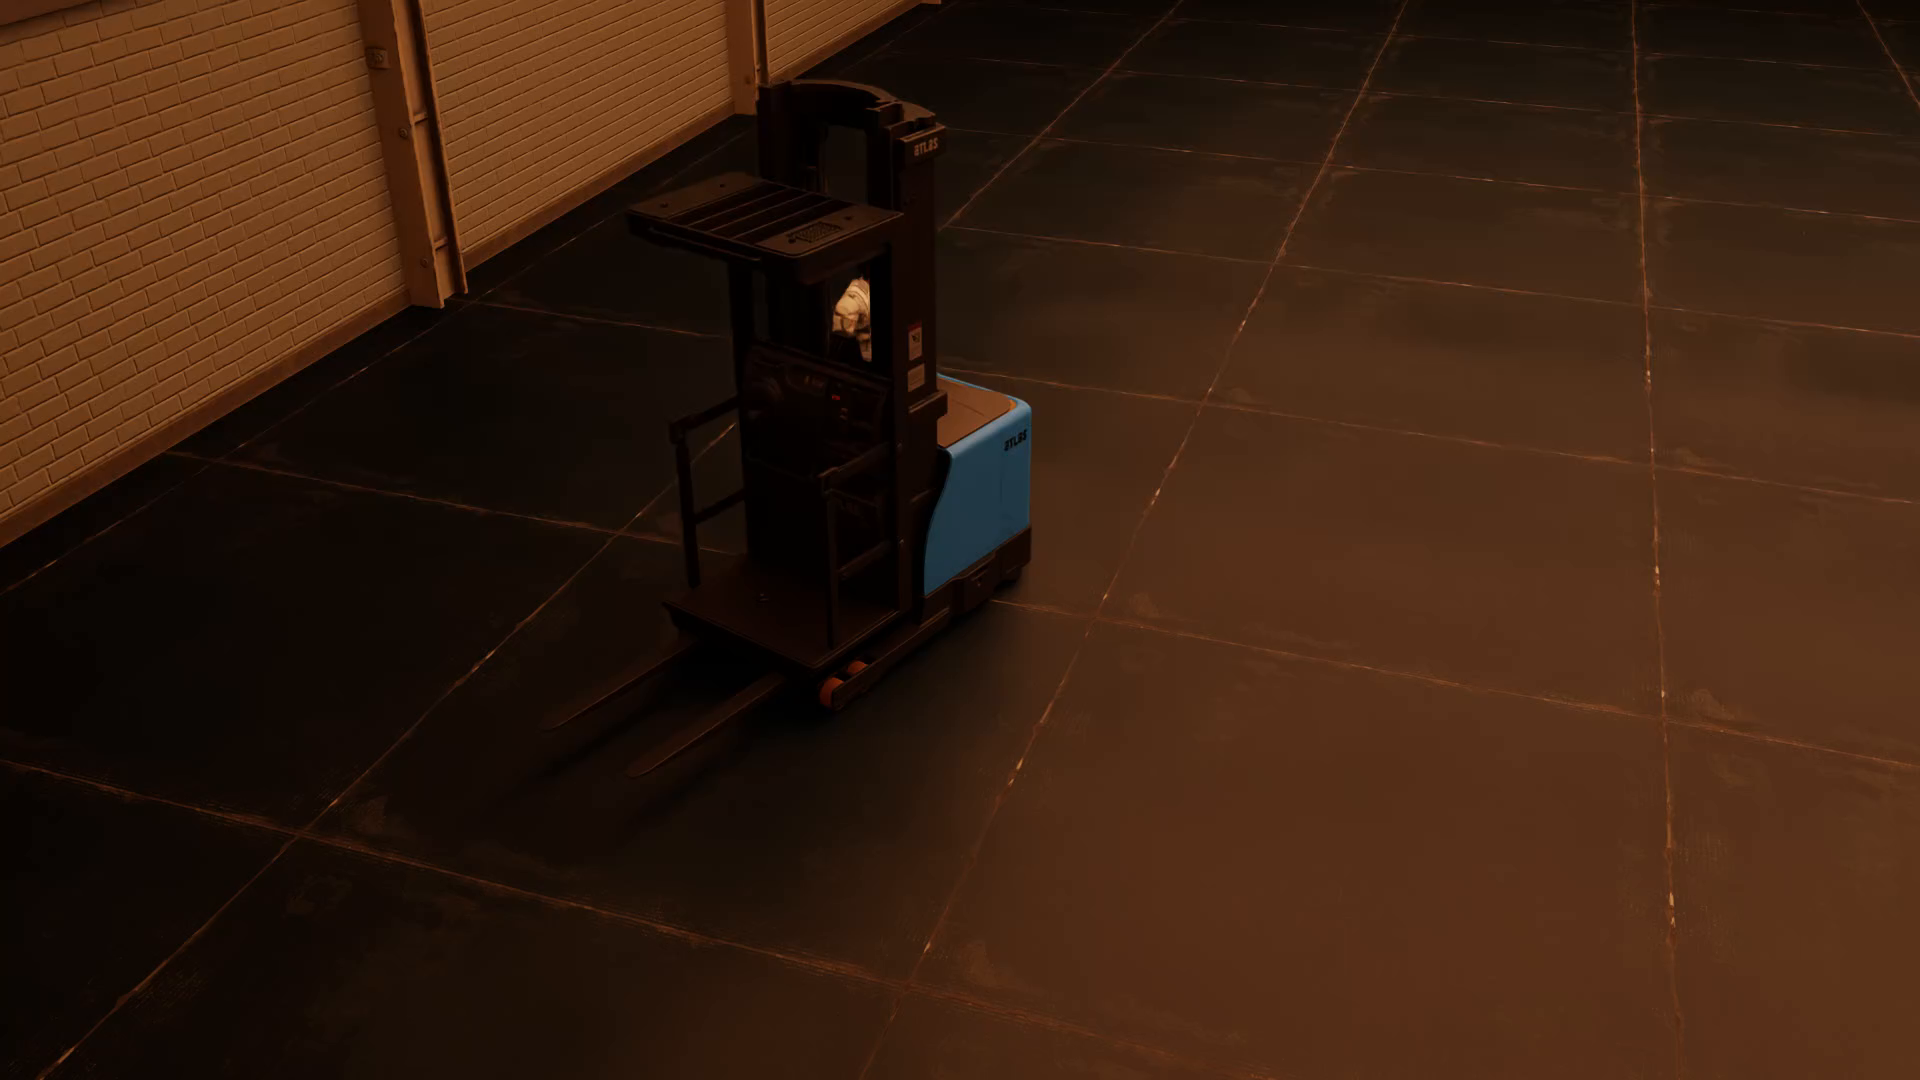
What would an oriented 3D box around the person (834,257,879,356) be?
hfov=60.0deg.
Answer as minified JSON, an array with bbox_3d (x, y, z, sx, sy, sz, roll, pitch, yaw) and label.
[{"bbox_3d":[-0.365,-0.998,10.261,0.667,1.594,0.890,17,34,27],"label":"person"}]

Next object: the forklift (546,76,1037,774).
[{"bbox_3d":[-0.842,-0.692,8.350,1.130,2.935,3.031,20,36,32],"label":"forklift"}]
